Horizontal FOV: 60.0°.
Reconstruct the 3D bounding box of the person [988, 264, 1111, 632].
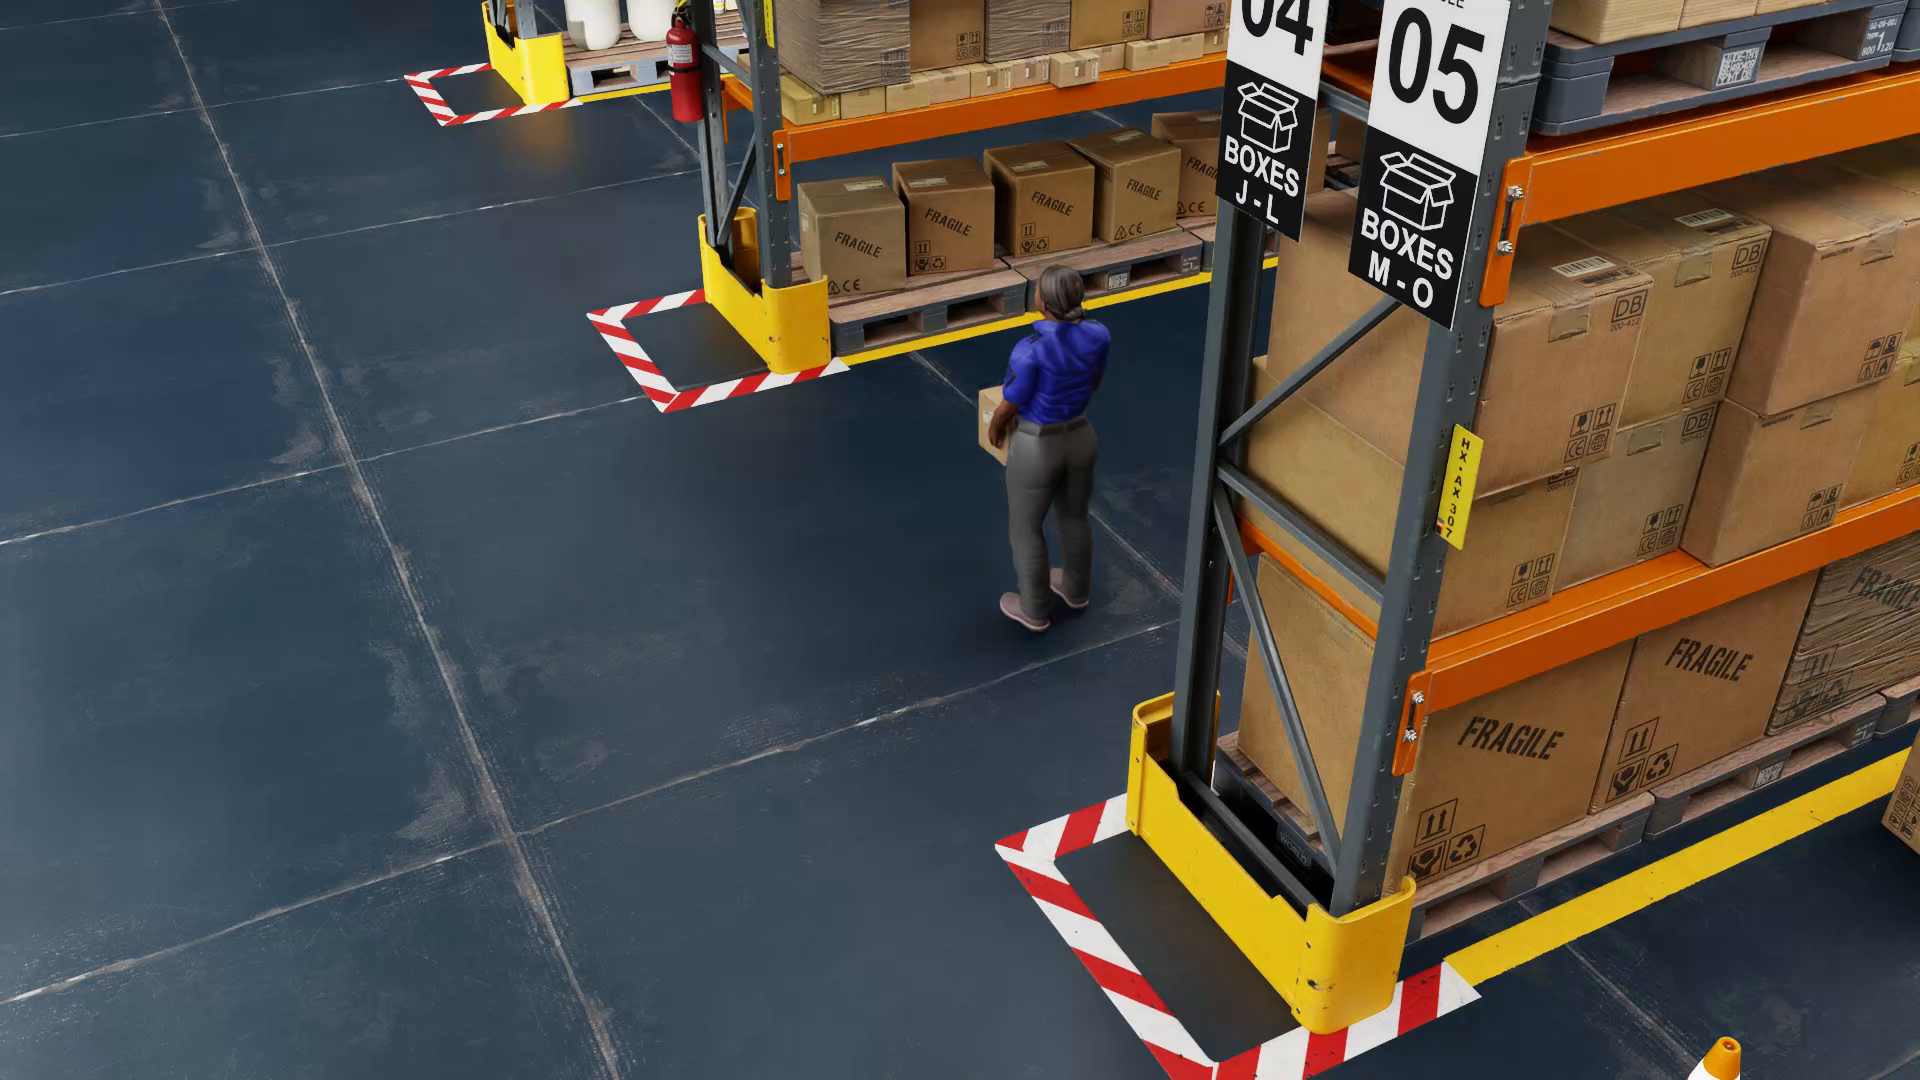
[{"bbox_3d":[0.340,-0.379,6.732,0.505,1.646,0.436,-18,37,-25],"label":"person"}]
